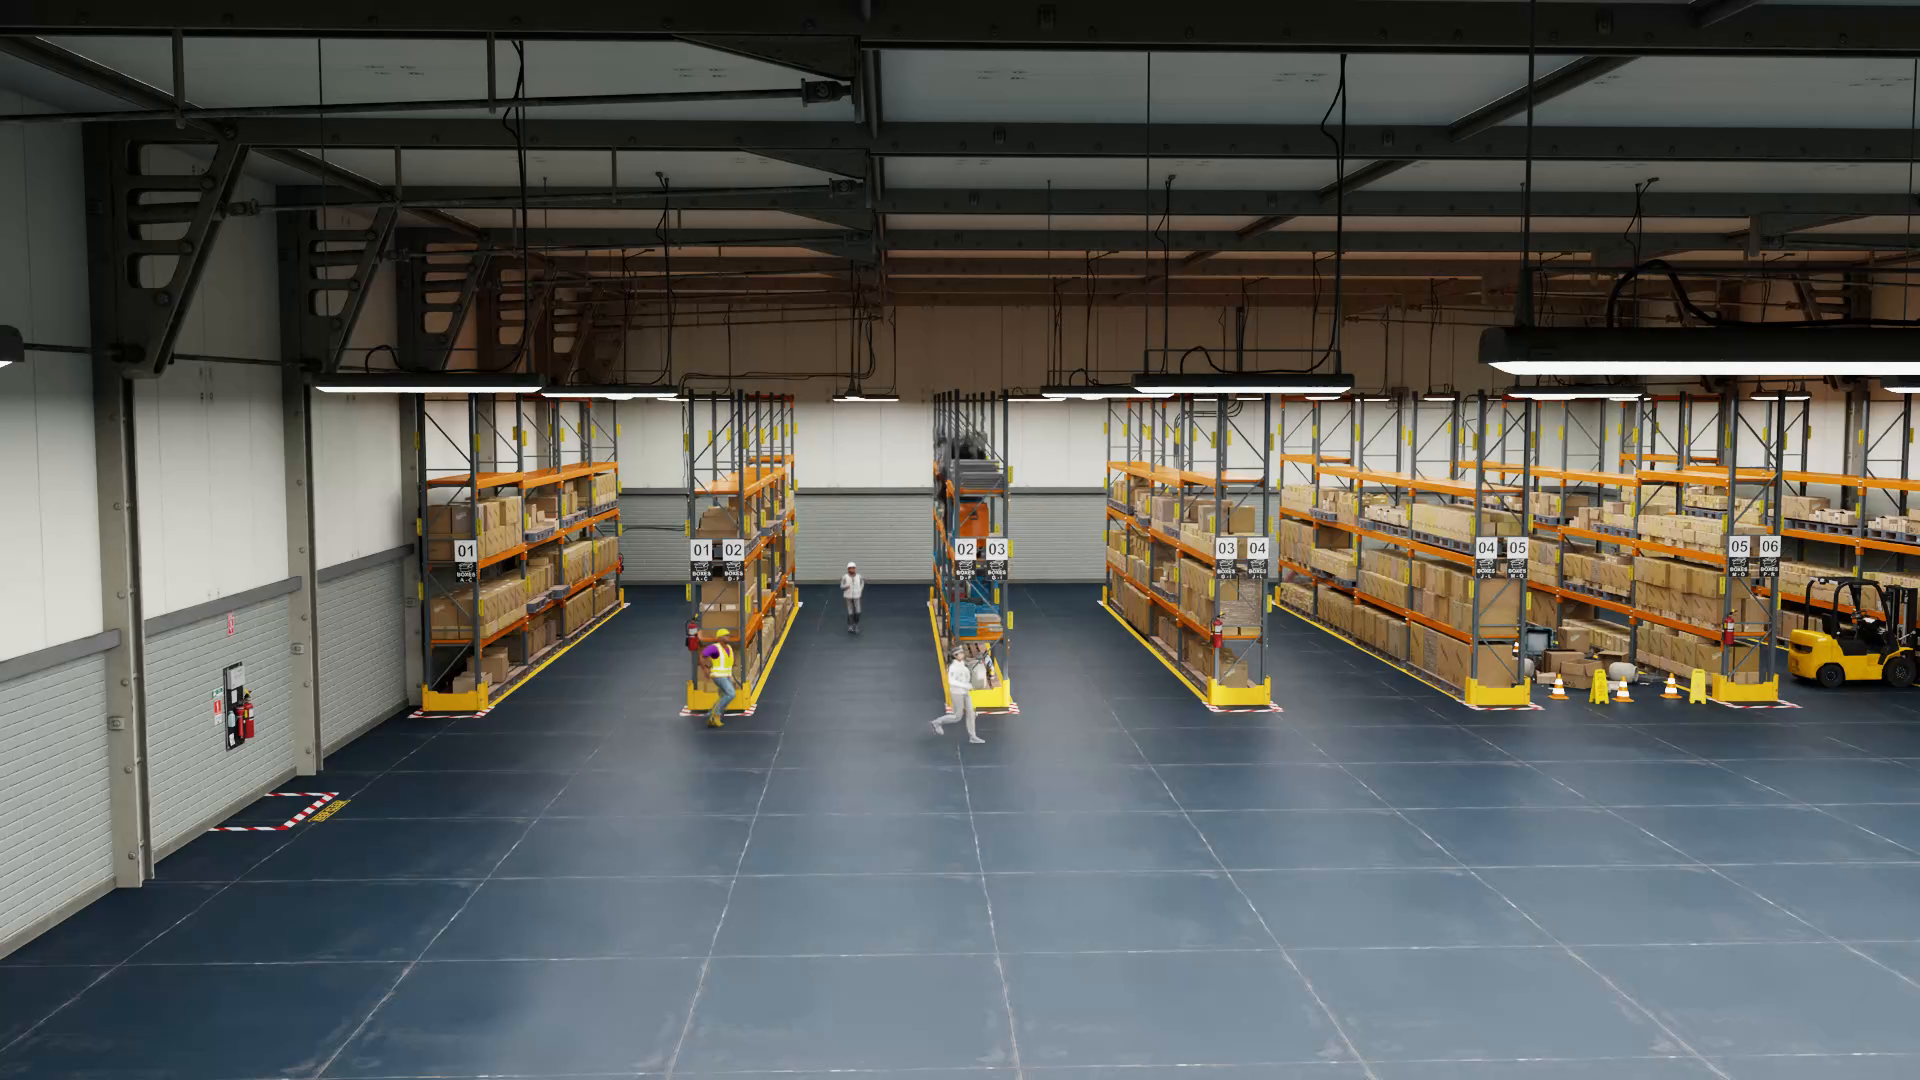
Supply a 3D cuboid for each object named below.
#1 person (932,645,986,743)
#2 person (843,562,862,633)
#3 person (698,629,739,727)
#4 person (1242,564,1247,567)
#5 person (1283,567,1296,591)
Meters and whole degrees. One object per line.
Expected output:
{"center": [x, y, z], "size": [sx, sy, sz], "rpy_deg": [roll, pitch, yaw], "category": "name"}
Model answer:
{"center": [0.013, 2.593, 28.112], "size": [0.938, 1.661, 0.485], "rpy_deg": [2, 5, 24], "category": "person"}
{"center": [-2.664, 1.457, 41.617], "size": [0.498, 1.789, 0.669], "rpy_deg": [-1, 5, -10], "category": "person"}
{"center": [-4.228, 2.438, 29.645], "size": [0.633, 1.710, 0.723], "rpy_deg": [2, 5, 21], "category": "person"}
{"center": [7.920, 1.119, 46.781], "size": [0.537, 1.636, 0.711], "rpy_deg": [1, 5, 6], "category": "person"}
{"center": [9.719, 0.938, 48.874], "size": [0.683, 1.605, 0.582], "rpy_deg": [0, 5, -2], "category": "person"}
